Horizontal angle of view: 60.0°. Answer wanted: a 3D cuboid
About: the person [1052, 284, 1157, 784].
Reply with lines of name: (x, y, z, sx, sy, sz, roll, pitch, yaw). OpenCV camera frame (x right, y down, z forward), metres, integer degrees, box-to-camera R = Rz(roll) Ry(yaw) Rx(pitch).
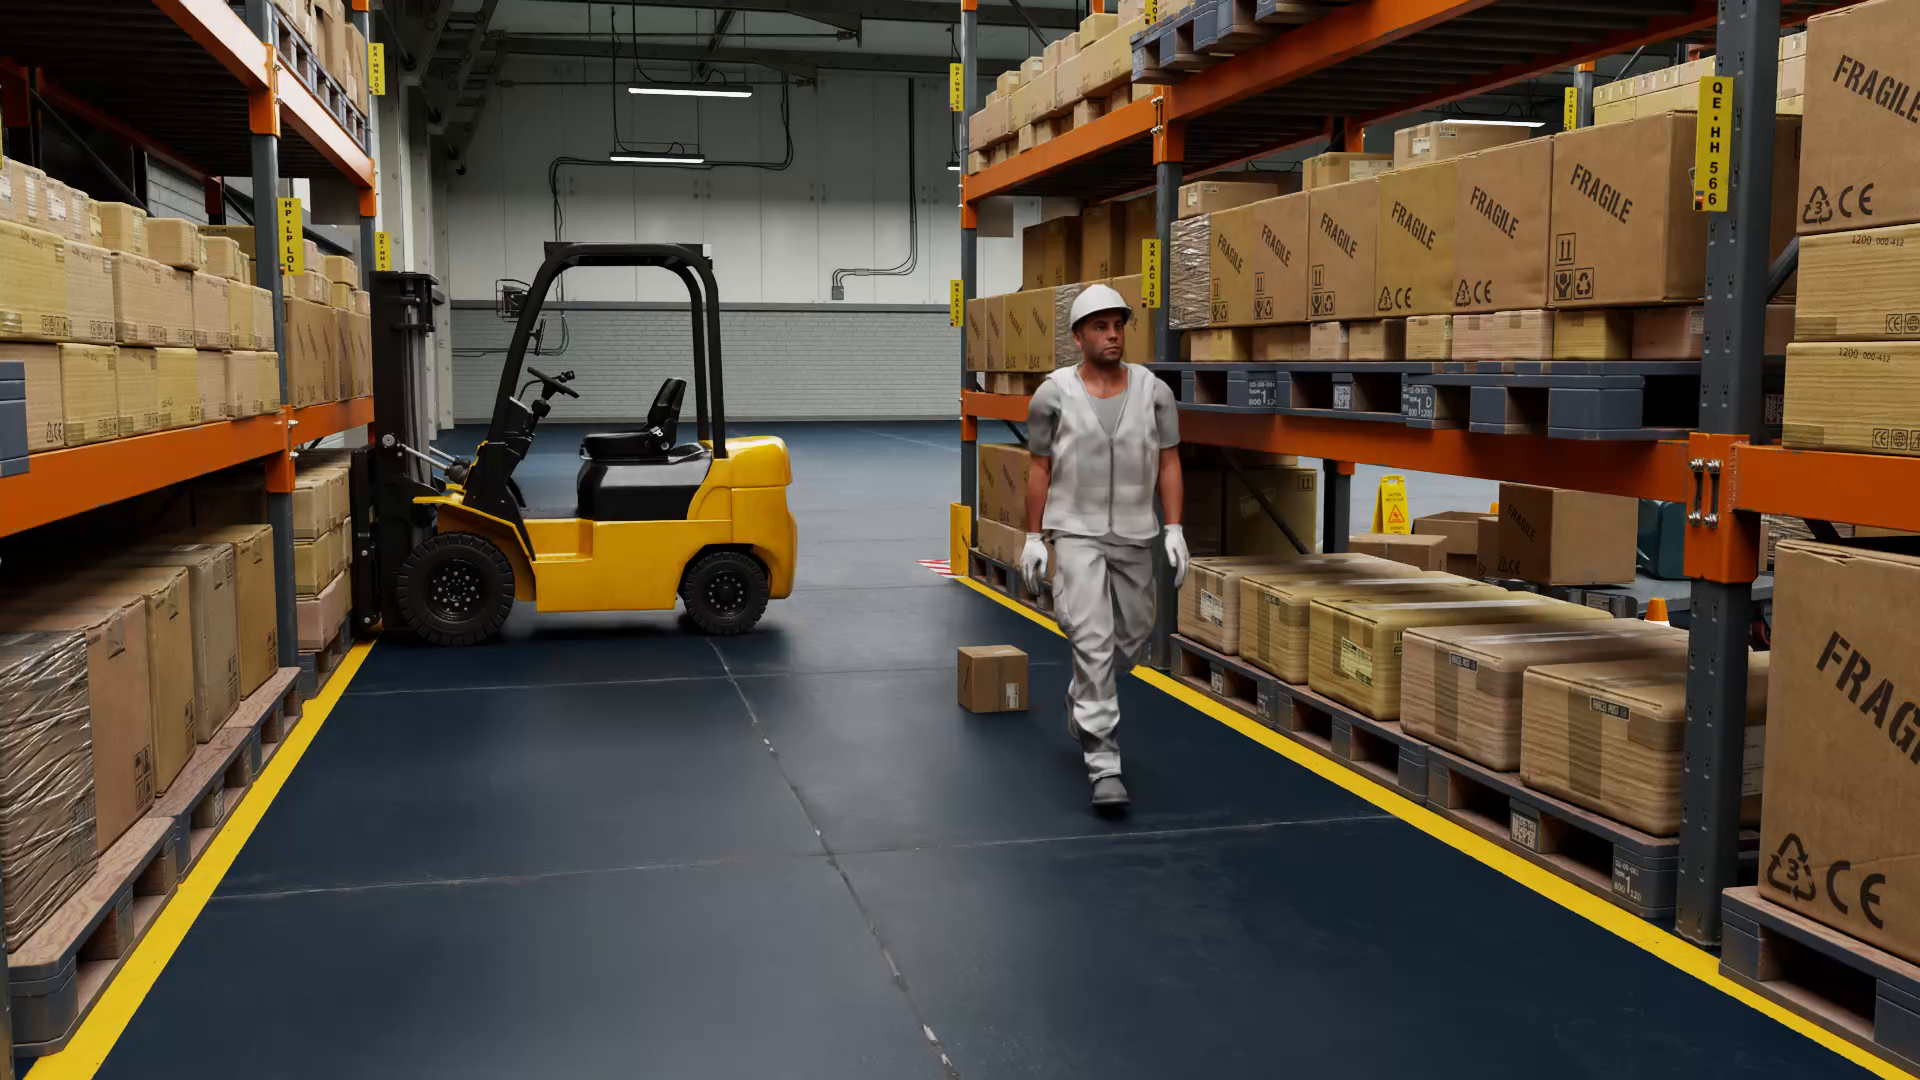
person: (7.886, -1.922, 24.020, 22.066, 1.772, 33.645, -1, 6, -11)
